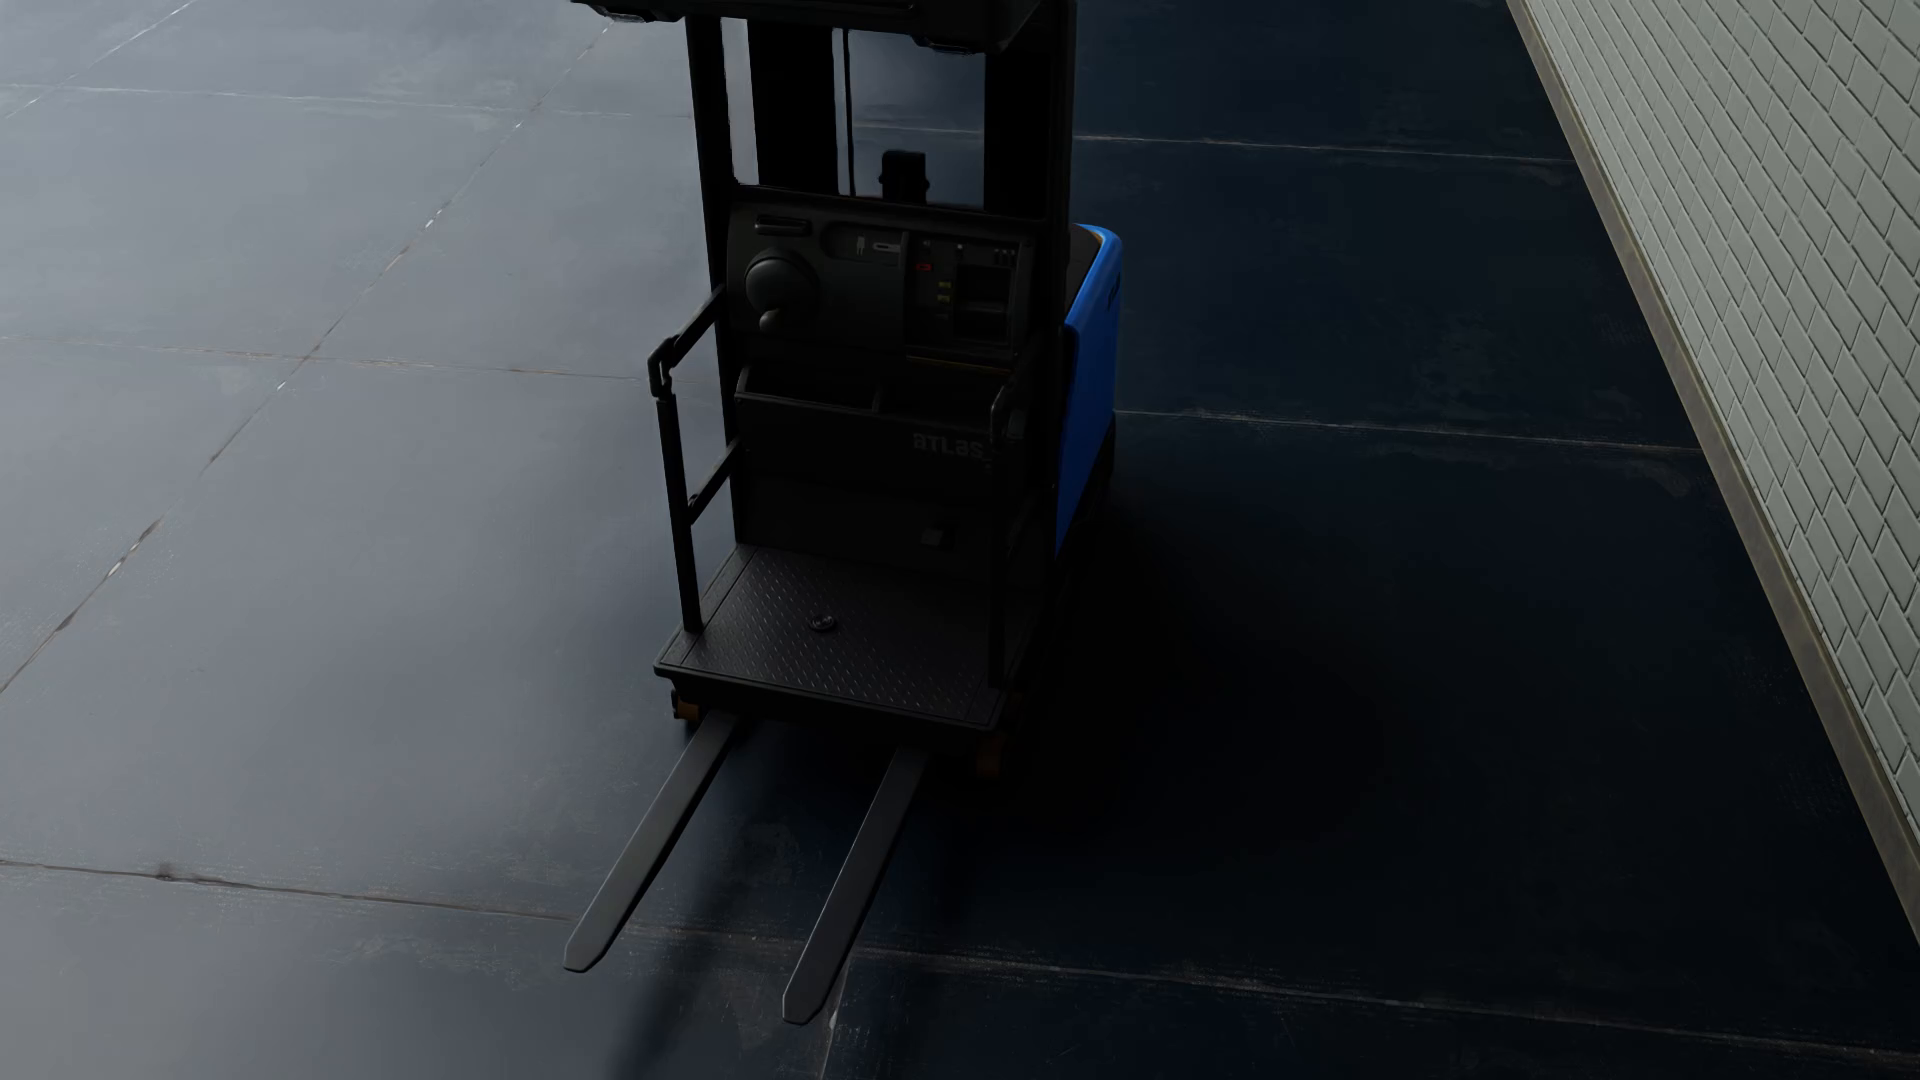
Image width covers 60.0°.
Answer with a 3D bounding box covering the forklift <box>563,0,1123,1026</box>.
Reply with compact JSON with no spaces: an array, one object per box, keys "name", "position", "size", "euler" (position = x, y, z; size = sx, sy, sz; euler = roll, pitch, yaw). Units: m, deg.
[{"name":"forklift","position":[-0.295,-0.695,4.701],"size":[1.130,2.935,3.031],"euler":[9,37,13]}]
